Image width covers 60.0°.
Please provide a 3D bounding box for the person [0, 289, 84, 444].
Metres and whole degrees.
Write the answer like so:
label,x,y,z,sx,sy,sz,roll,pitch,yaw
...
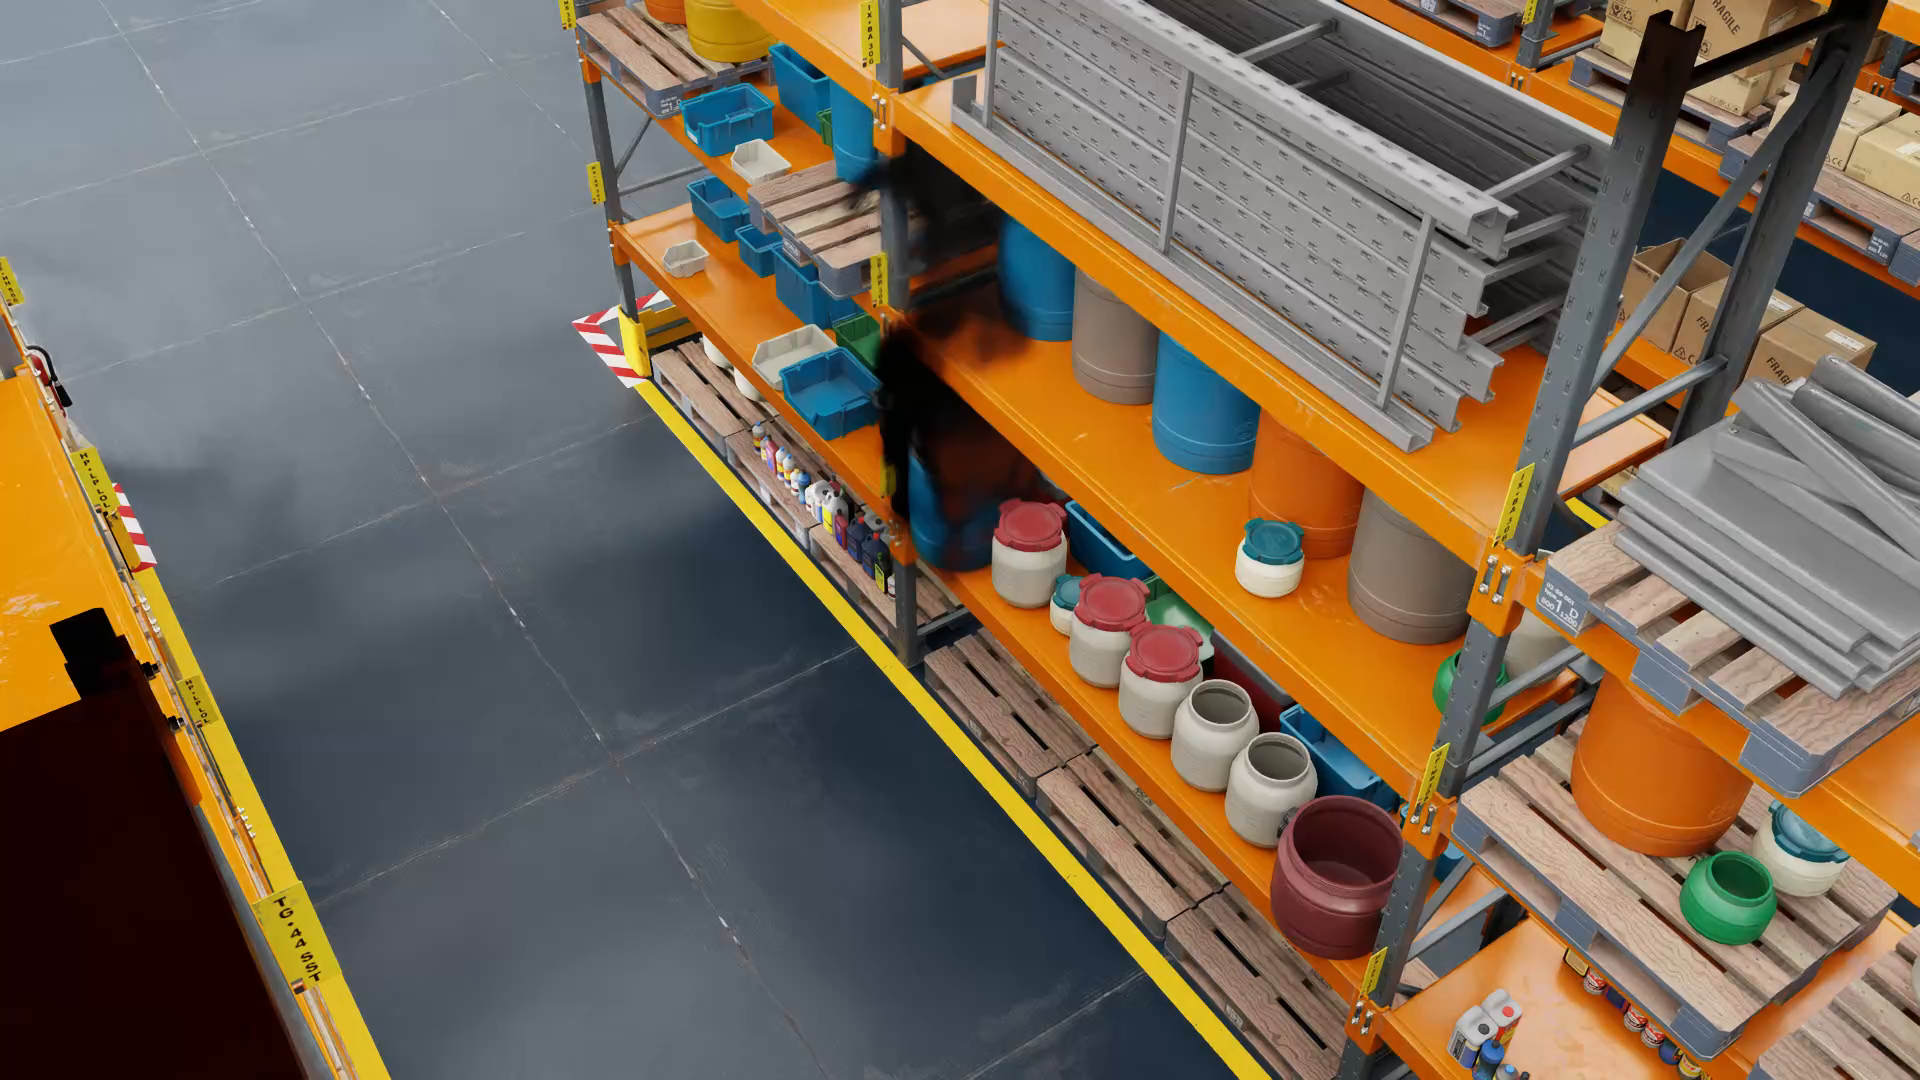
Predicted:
label,x,y,z,sx,sy,sz,roll,pitch,yaw
person,-6.956,-1.348,11.920,0.761,1.820,0.689,11,44,11
